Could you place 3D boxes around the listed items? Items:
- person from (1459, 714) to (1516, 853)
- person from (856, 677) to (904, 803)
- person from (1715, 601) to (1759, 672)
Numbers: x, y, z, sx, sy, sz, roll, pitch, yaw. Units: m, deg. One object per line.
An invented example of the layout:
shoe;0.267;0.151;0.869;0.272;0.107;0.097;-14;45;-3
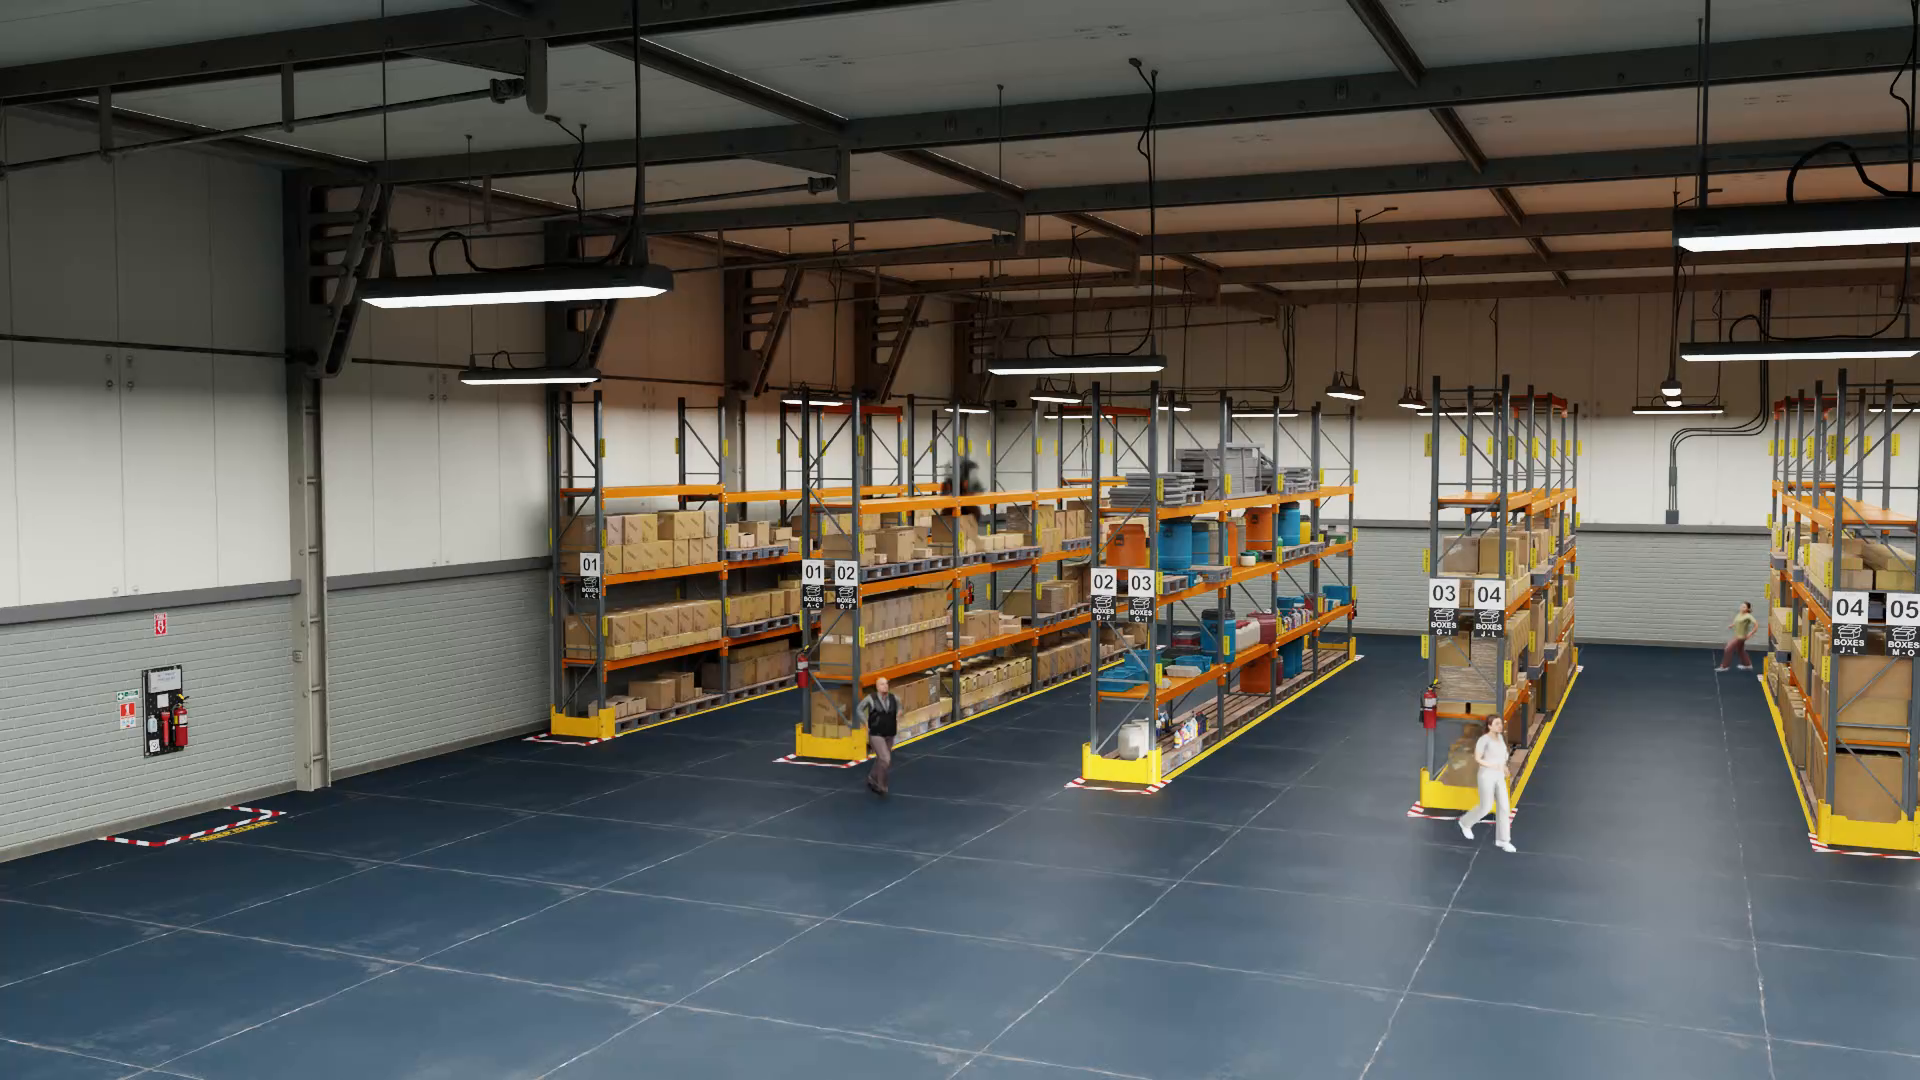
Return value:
person;6.655;3.015;20.881;0.586;1.681;0.847;-2;4;-30
person;-1.096;2.845;23.762;0.626;1.792;0.771;-2;4;-35
person;17.330;2.163;37.140;0.827;1.599;0.717;1;3;18
